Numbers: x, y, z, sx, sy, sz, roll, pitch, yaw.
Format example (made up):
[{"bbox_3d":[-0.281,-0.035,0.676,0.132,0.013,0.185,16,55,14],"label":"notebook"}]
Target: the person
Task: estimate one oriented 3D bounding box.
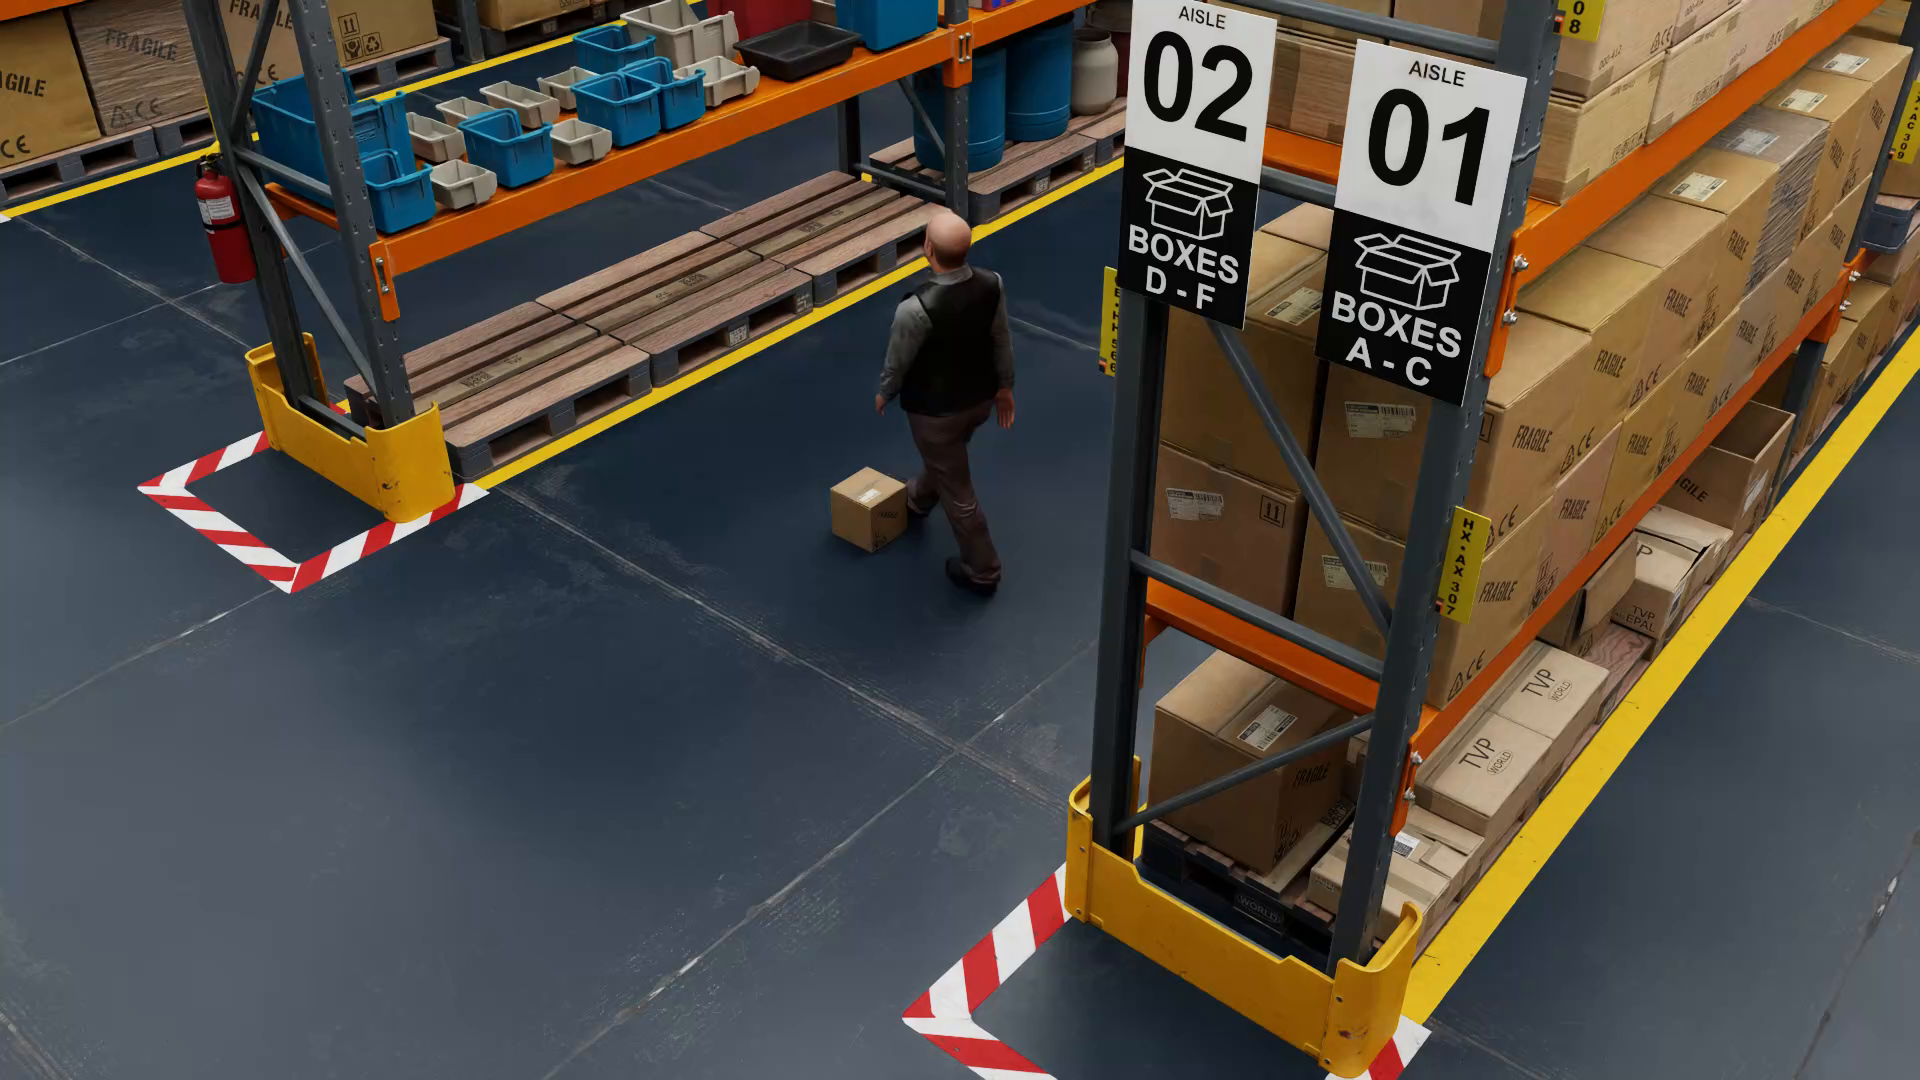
[{"bbox_3d":[-0.140,-0.615,7.038,0.940,1.682,0.545,25,42,31],"label":"person"}]
